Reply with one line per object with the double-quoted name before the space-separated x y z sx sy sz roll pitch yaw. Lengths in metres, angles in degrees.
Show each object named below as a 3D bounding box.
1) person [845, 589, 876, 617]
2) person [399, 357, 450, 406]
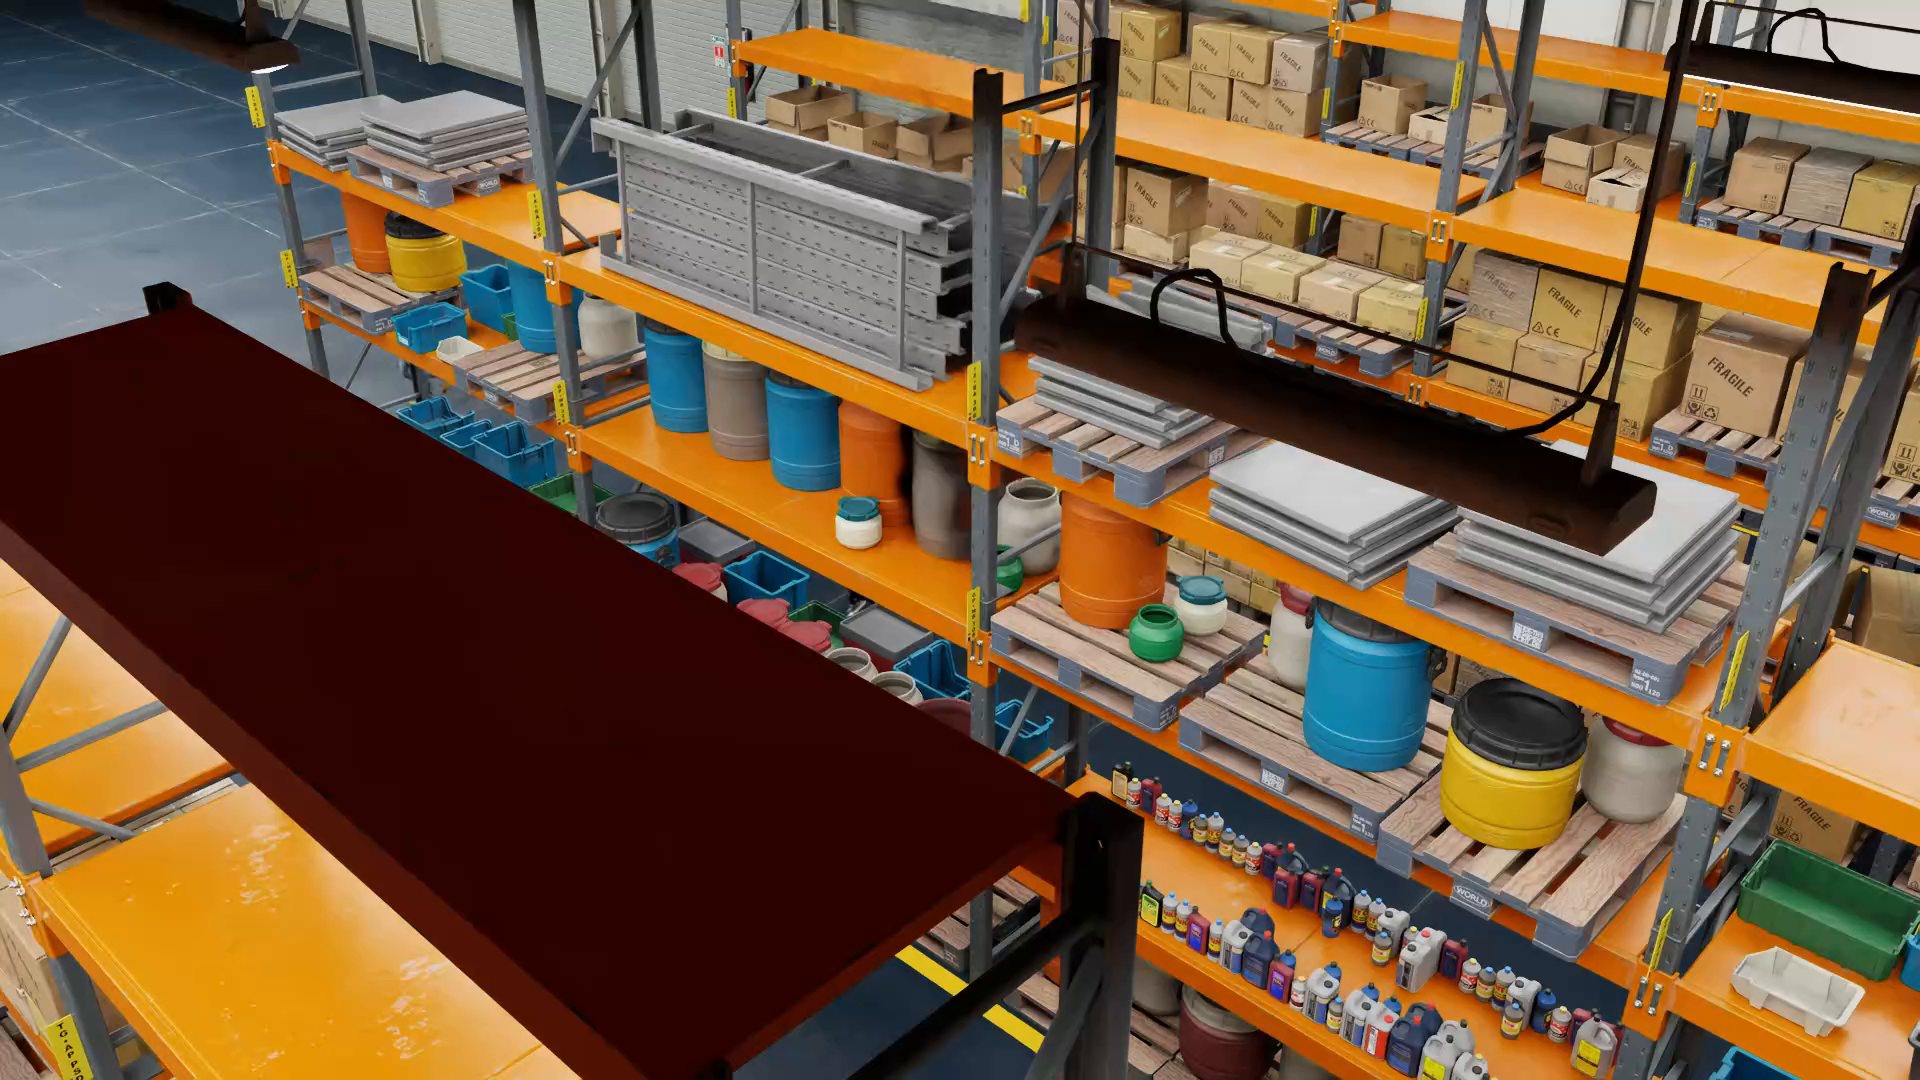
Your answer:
"person" -0.898 0.046 14.530 0.694 1.630 0.503 12 32 21
"person" -6.054 -2.310 18.609 0.572 1.724 0.748 -11 31 -19
